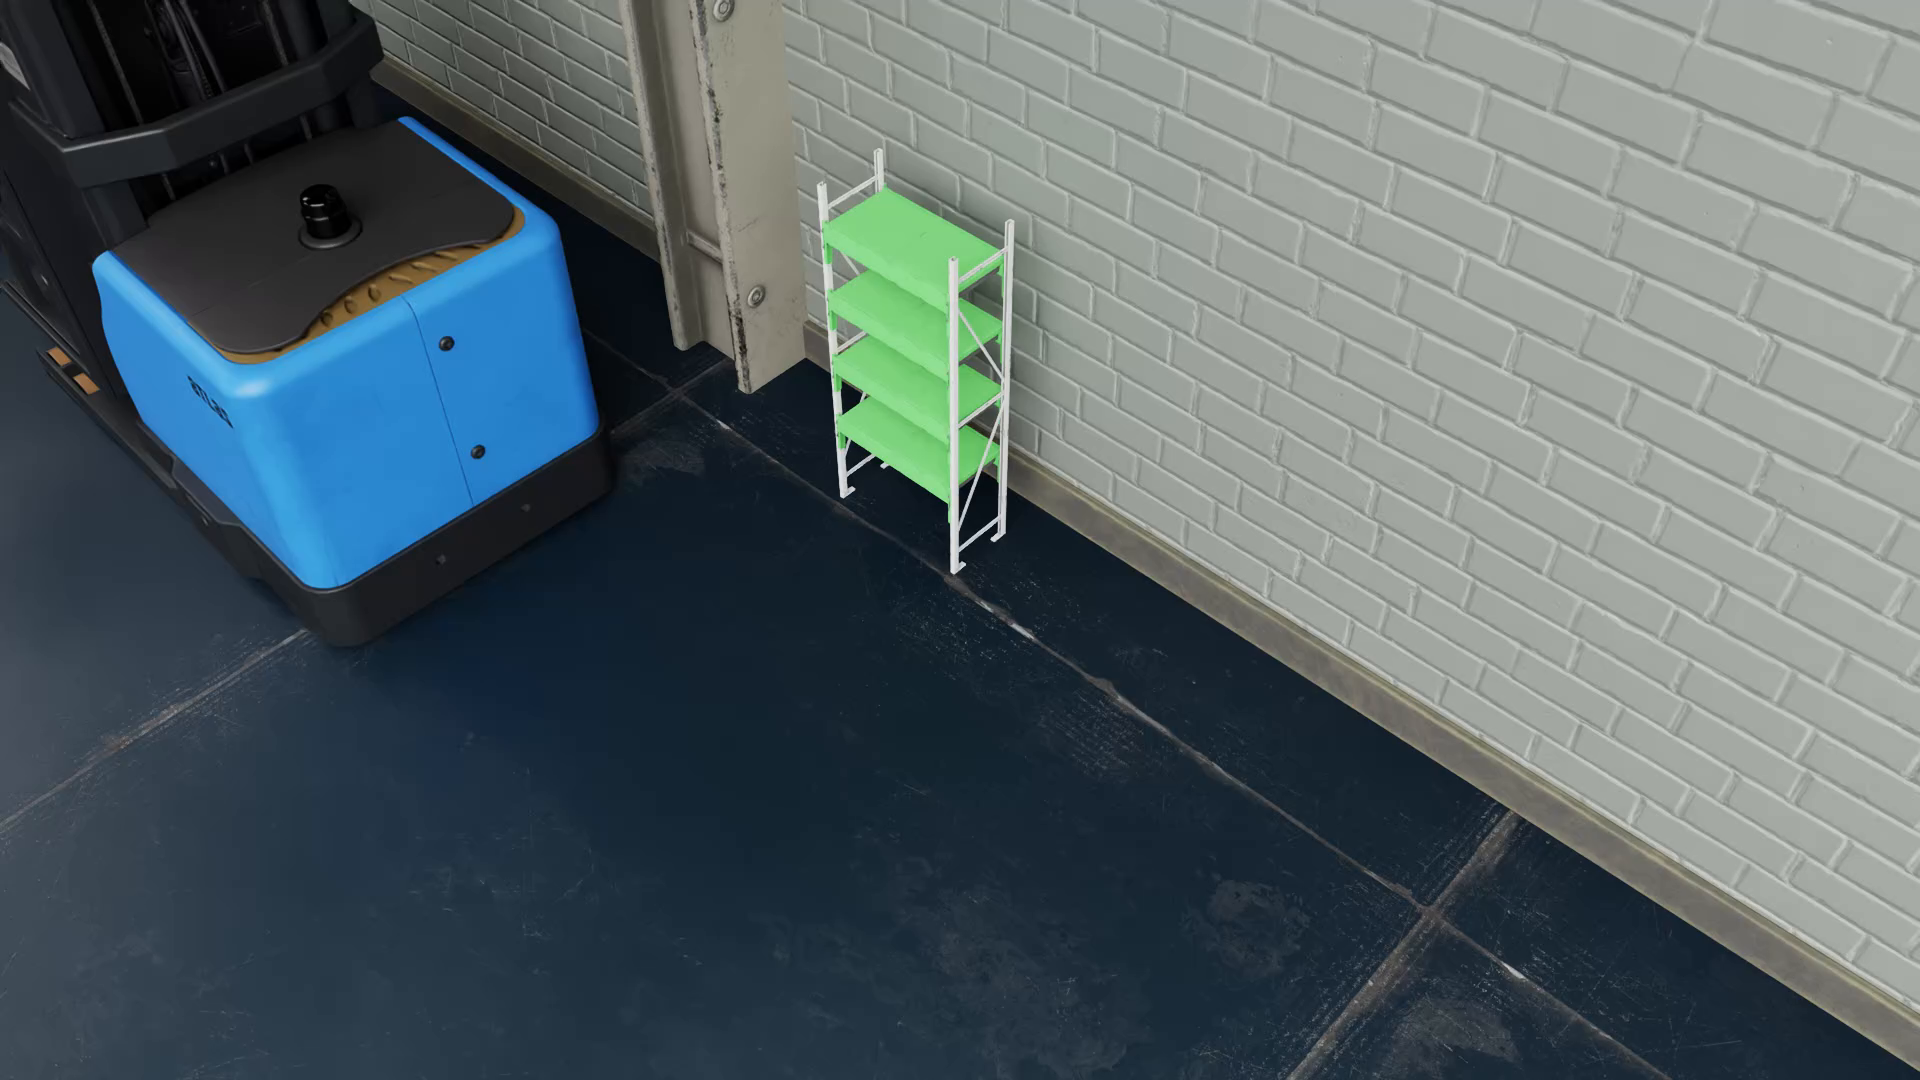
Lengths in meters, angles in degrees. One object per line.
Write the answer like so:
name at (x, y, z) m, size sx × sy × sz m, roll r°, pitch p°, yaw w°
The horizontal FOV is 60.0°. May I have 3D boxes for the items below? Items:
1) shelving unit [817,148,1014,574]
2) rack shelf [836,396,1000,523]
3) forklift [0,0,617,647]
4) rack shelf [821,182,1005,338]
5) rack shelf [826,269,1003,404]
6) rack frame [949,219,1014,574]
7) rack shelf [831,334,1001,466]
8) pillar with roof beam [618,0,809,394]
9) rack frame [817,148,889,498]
shelving unit at (-0.122, -0.493, 4.889) m, size 0.503 × 1.200 × 0.258 m, roll 34°, pitch 55°, yaw 28°
rack shelf at (-0.122, -0.285, 5.111) m, size 0.480 × 0.148 × 0.258 m, roll 34°, pitch 55°, yaw 28°
forklift at (-2.503, -1.658, 4.796) m, size 3.031 × 2.935 × 1.130 m, roll 36°, pitch 56°, yaw 29°
rack shelf at (-0.122, -0.777, 4.586) m, size 0.480 × 0.148 × 0.258 m, roll 34°, pitch 55°, yaw 28°
rack shelf at (-0.122, -0.613, 4.761) m, size 0.480 × 0.148 × 0.258 m, roll 34°, pitch 55°, yaw 28°
rack frame at (0.058, -0.372, 4.776) m, size 0.015 × 1.200 × 0.240 m, roll 34°, pitch 55°, yaw 28°
rack shelf at (-0.122, -0.449, 4.936) m, size 0.480 × 0.148 × 0.258 m, roll 34°, pitch 55°, yaw 28°
pillar with roof beam at (-3.689, -1.453, 0.442) m, size 0.400 × 9.000 × 9.100 m, roll 34°, pitch 55°, yaw 28°
rack frame at (-0.301, -0.613, 5.003) m, size 0.015 × 1.200 × 0.240 m, roll 34°, pitch 55°, yaw 28°
